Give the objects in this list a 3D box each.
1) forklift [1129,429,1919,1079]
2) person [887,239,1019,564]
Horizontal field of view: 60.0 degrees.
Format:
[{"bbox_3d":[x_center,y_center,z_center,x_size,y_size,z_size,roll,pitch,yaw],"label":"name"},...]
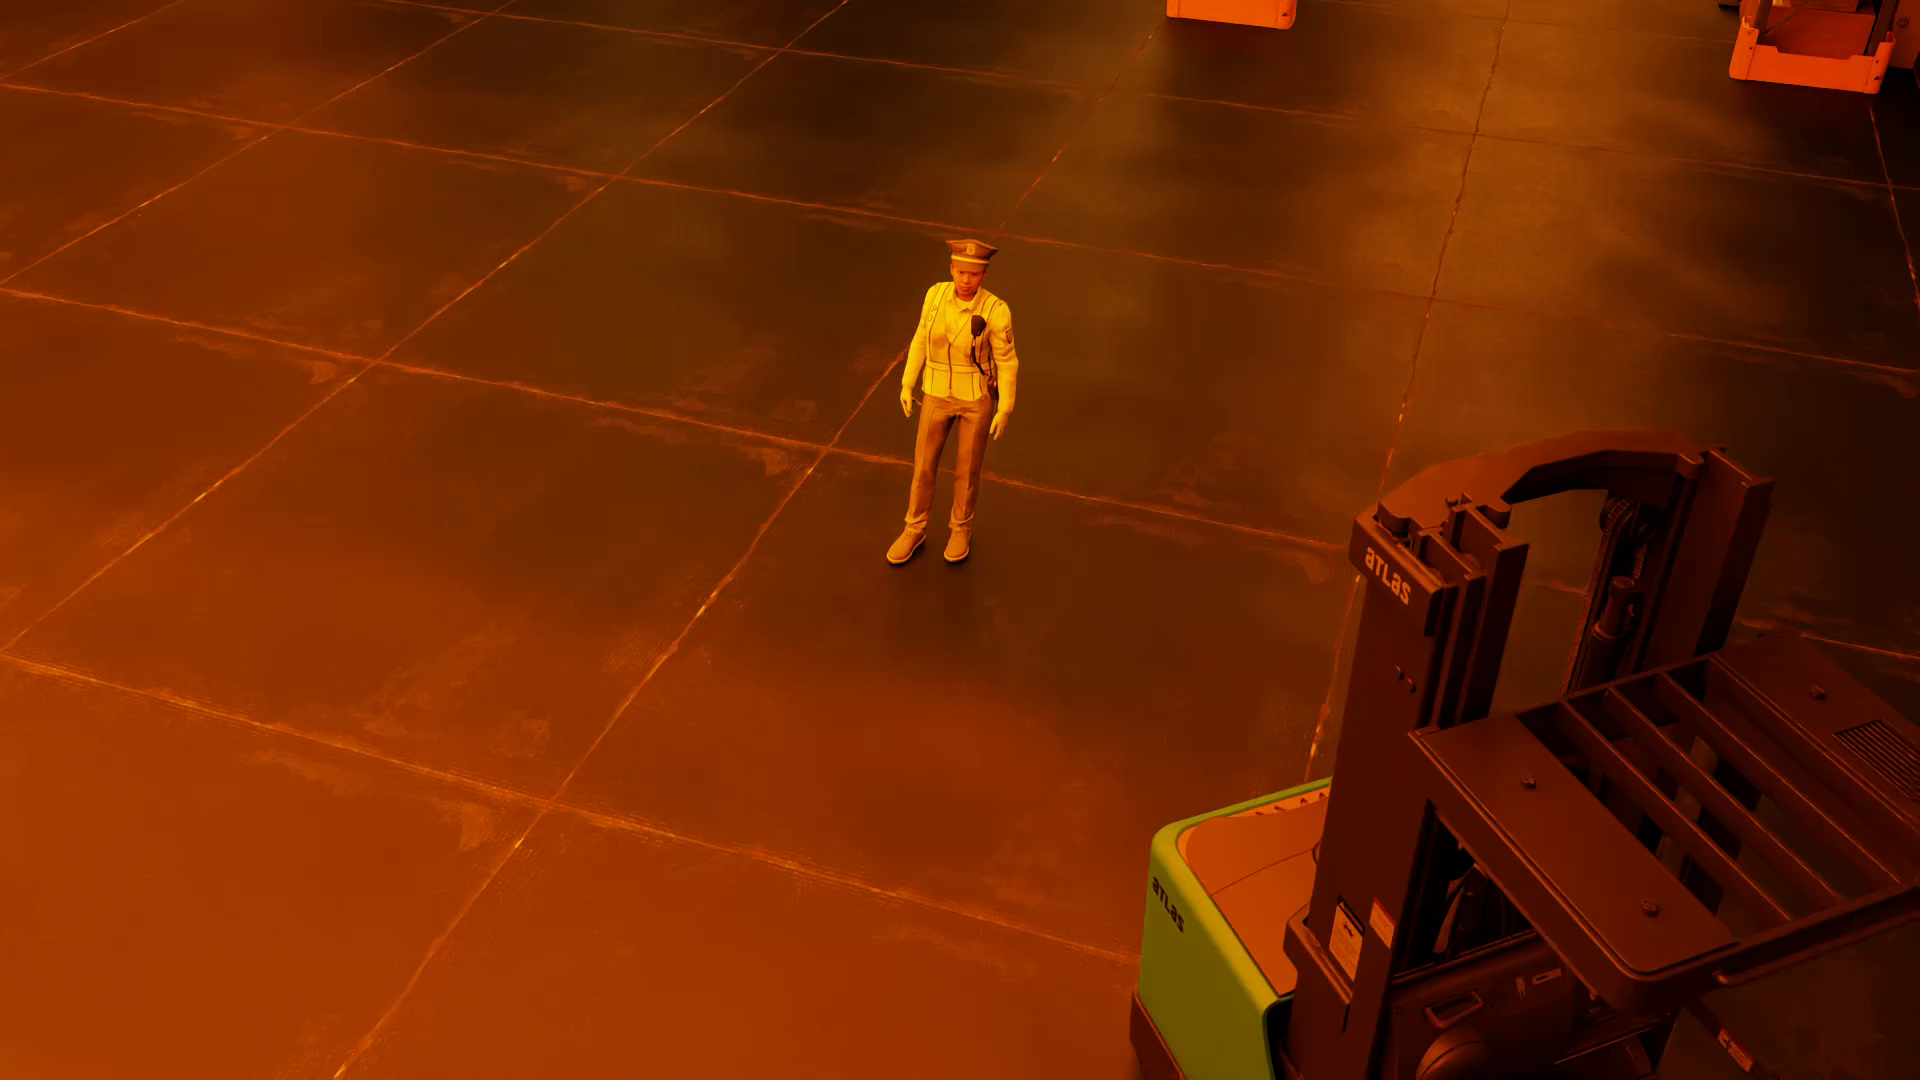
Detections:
[{"bbox_3d":[1.619,1.319,4.250,1.130,2.935,3.031,-13,37,-17],"label":"forklift"},{"bbox_3d":[-0.030,-0.661,8.100,0.586,1.694,0.530,12,37,16],"label":"person"}]
